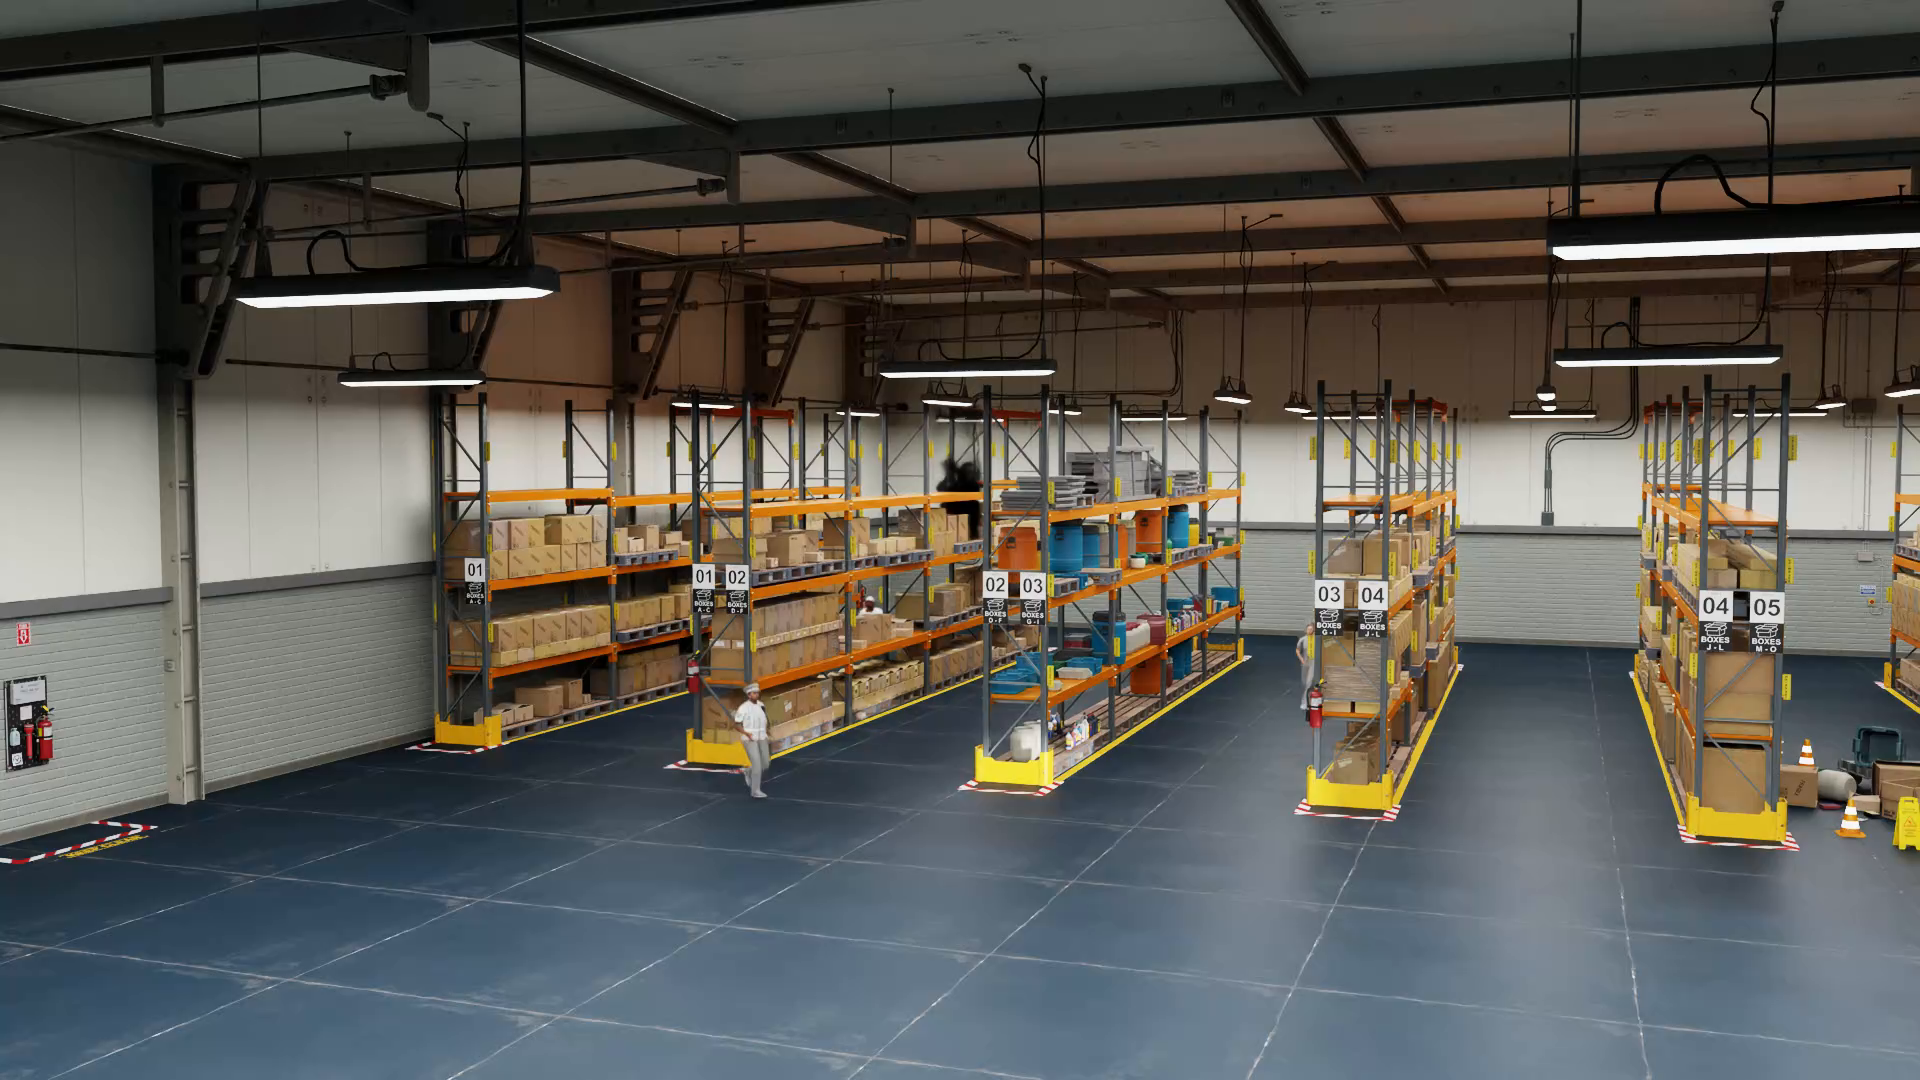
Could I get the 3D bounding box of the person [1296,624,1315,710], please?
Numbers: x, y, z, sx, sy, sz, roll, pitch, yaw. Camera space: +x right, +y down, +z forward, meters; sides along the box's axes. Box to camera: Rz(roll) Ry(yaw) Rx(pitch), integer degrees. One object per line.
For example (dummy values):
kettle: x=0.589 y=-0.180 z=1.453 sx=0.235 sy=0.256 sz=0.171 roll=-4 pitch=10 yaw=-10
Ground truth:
person: x=6.873 y=2.453 z=32.563 sx=0.588 sy=1.659 sz=0.895 roll=1 pitch=3 yaw=24

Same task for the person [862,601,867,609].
person: x=-2.134 y=2.189 z=38.406 sx=0.560 sy=1.558 sz=0.568 roll=1 pitch=3 yaw=24

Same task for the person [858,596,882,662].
person: x=-2.025 y=2.129 z=37.514 sx=0.685 sy=1.725 sz=0.623 roll=1 pitch=3 yaw=15

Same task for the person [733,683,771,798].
person: x=-3.011 y=2.889 z=24.127 sx=0.576 sy=1.651 sz=0.592 roll=-3 pitch=4 yaw=-44
